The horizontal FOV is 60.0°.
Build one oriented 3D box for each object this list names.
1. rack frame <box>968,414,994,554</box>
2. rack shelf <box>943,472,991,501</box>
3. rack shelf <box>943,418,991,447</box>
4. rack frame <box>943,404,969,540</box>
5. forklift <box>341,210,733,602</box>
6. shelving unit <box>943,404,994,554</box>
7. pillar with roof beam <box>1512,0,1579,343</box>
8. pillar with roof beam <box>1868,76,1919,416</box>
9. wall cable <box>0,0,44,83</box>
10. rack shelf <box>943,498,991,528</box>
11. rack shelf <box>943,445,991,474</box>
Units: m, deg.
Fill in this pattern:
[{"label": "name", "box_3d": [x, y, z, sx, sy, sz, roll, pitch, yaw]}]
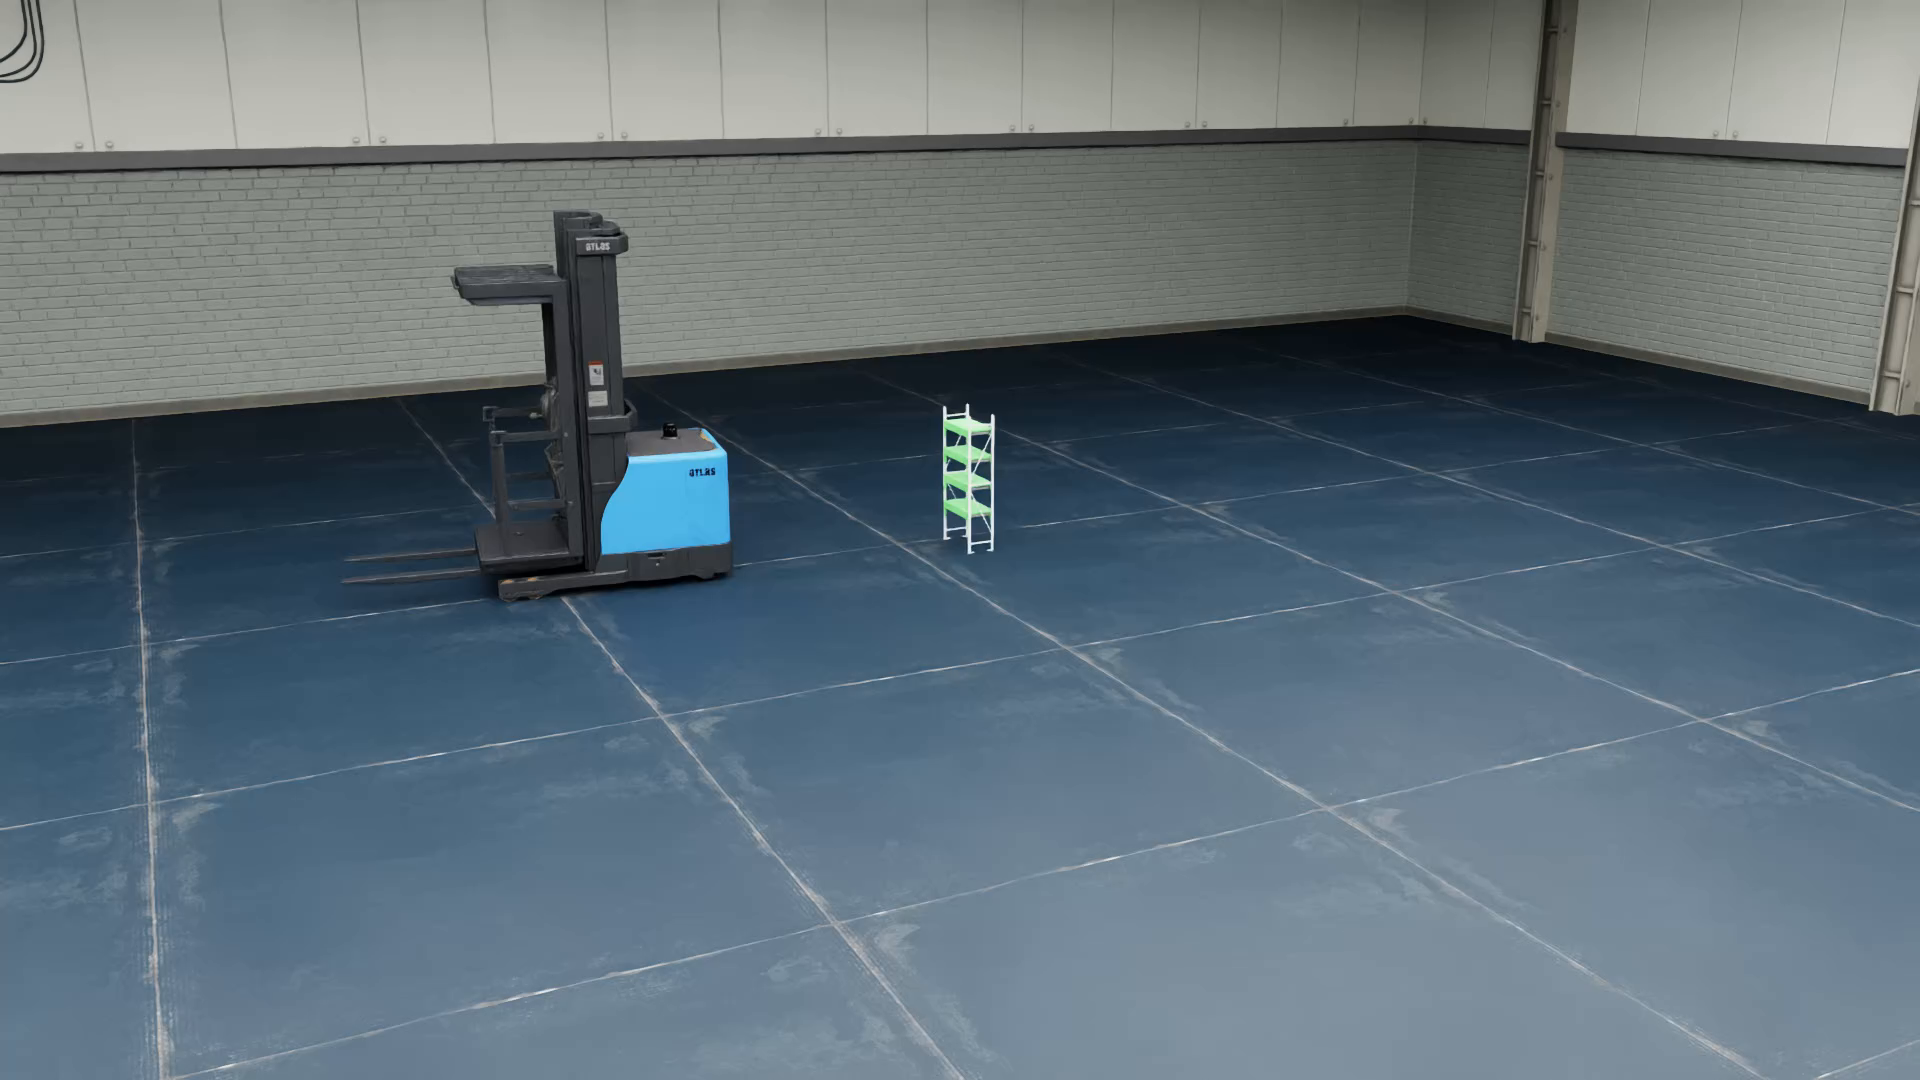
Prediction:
[{"label": "rack frame", "box_3d": [0.179, -0.475, 14.231, 0.240, 1.200, 0.015, -8, 18, -25]}, {"label": "rack shelf", "box_3d": [0.073, -0.474, 14.460, 0.258, 0.148, 0.480, -8, 18, -25]}, {"label": "rack shelf", "box_3d": [0.073, -0.936, 14.327, 0.258, 0.148, 0.480, -8, 18, -25]}, {"label": "rack frame", "box_3d": [-0.034, -0.596, 14.653, 0.240, 1.200, 0.015, -8, 18, -25]}, {"label": "forklift", "box_3d": [-3.440, -1.089, 13.230, 3.031, 2.935, 1.130, -5, 17, -18]}, {"label": "shelving unit", "box_3d": [0.073, -0.536, 14.442, 0.258, 1.200, 0.503, -8, 18, -25]}, {"label": "pillar with roof beam", "box_3d": [4.801, -6.849, 22.302, 9.100, 9.000, 0.400, -8, 18, -25]}, {"label": "pillar with roof beam", "box_3d": [7.429, -5.361, 17.118, 9.100, 9.000, 0.400, -8, 18, -25]}, {"label": "wall cable", "box_3d": [-11.207, -7.231, 17.468, 2.305, 6.003, 0.169, -8, 18, -25]}, {"label": "rack shelf", "box_3d": [0.073, -0.244, 14.526, 0.258, 0.148, 0.480, -8, 18, -25]}, {"label": "rack shelf", "box_3d": [0.073, -0.705, 14.394, 0.258, 0.148, 0.480, -8, 18, -25]}]
